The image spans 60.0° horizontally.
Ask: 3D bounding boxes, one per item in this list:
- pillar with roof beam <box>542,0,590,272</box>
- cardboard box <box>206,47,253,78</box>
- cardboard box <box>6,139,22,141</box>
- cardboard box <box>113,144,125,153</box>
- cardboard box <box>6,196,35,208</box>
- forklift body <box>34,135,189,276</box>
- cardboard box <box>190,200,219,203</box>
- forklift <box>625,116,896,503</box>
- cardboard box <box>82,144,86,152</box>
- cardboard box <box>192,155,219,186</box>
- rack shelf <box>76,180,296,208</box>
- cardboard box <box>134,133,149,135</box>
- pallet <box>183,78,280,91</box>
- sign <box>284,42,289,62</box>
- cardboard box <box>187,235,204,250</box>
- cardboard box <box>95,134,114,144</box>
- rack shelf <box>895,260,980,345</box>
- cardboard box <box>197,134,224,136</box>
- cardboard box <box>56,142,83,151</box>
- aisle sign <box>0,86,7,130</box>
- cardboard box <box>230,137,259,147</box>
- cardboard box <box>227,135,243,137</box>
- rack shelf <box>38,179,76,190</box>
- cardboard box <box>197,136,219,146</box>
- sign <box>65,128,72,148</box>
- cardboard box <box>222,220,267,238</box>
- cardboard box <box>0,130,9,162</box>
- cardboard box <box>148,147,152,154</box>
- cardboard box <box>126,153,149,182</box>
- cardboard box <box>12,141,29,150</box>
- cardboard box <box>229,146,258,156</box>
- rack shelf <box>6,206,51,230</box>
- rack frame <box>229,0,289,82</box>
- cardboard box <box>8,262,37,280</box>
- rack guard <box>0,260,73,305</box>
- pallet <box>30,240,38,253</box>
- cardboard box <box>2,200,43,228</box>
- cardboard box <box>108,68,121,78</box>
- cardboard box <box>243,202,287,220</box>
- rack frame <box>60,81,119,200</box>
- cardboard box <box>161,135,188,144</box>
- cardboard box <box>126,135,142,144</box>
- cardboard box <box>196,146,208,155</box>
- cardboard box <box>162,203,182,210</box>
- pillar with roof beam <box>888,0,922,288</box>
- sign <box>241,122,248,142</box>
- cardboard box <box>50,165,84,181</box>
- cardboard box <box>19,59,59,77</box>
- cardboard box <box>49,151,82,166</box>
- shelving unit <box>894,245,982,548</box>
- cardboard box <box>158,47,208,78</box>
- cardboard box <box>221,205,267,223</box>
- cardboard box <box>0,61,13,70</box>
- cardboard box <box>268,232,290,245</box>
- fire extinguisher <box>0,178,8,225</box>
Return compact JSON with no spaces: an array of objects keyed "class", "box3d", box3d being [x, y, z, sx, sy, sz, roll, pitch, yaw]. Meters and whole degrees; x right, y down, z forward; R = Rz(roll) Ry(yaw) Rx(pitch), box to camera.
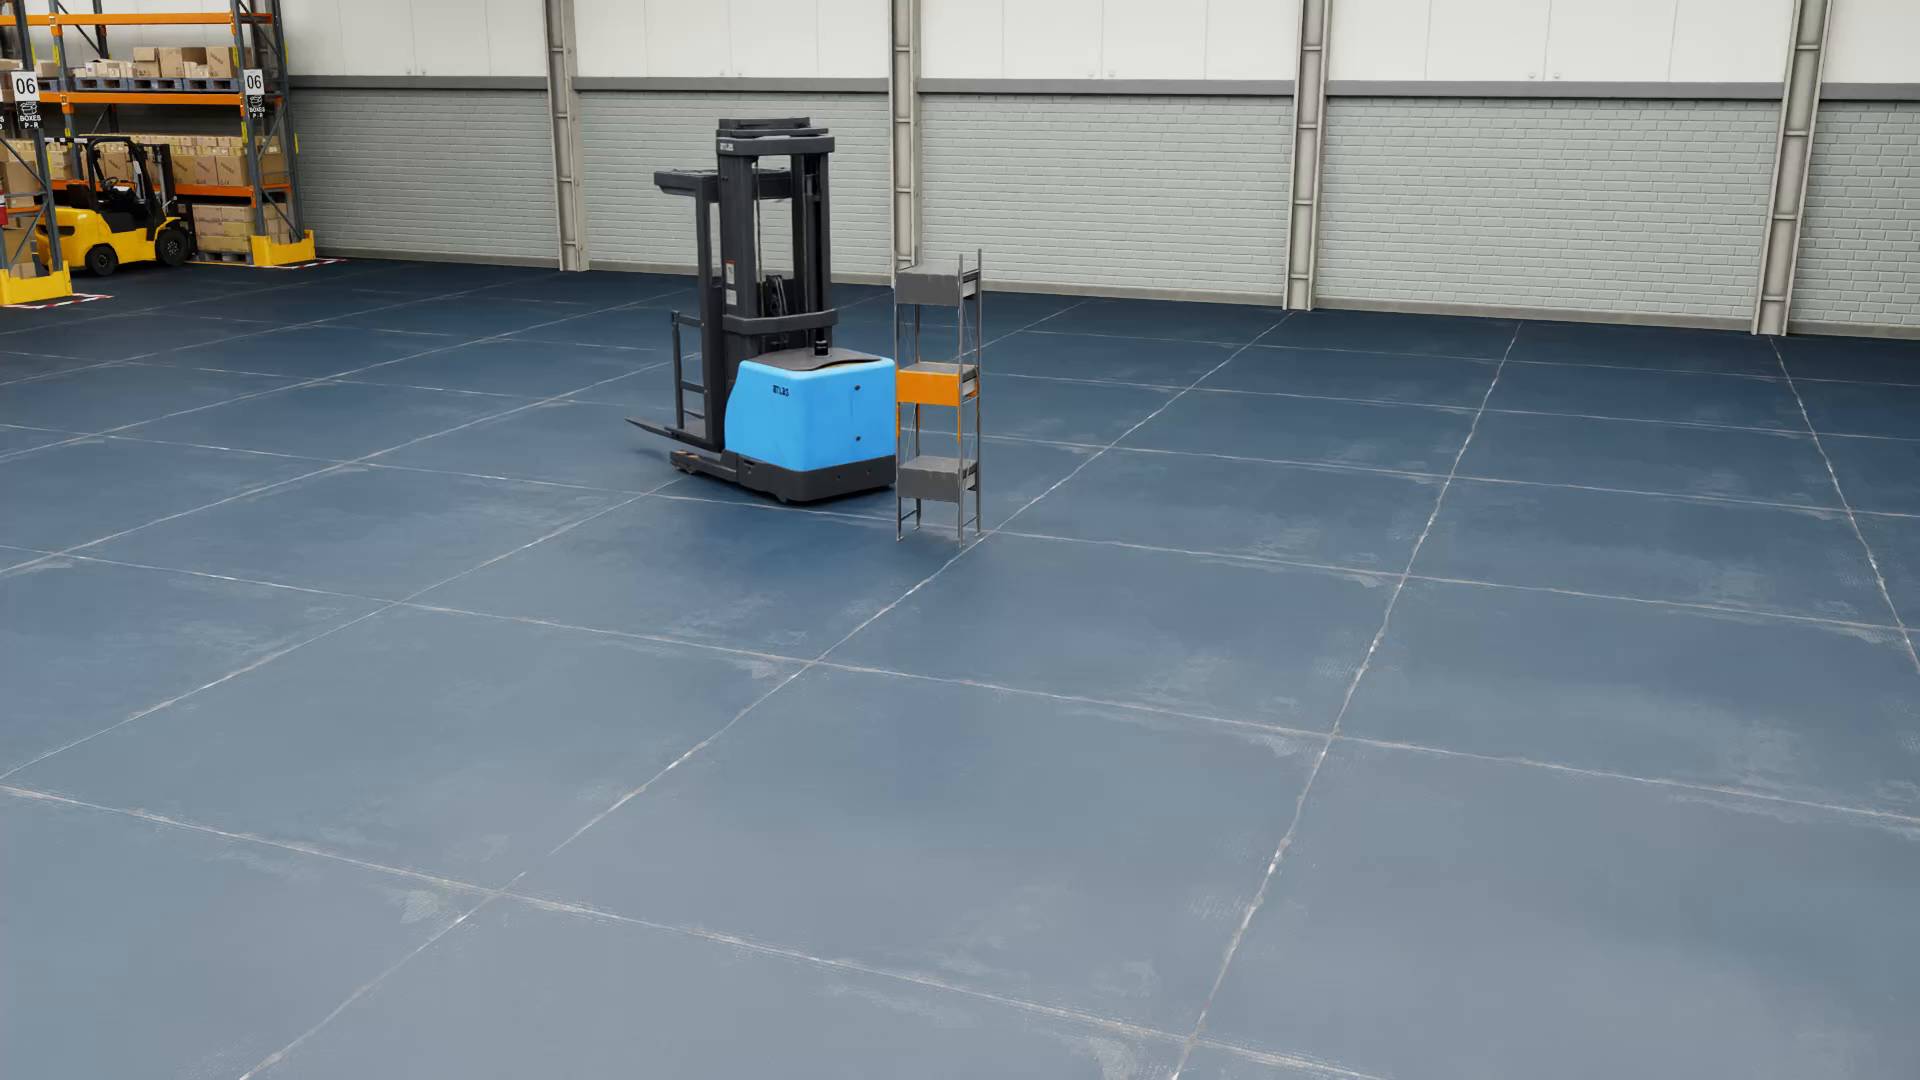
[{"class":"pillar with roof beam","box3d":[-7.976,-7.693,22.532,0.400,9.000,9.100,6,17,21]},{"class":"cardboard box","box3d":[-12.162,-7.957,27.712,0.500,0.500,0.500,7,18,22]},{"class":"cardboard box","box3d":[-17.291,-7.282,30.535,0.250,0.149,0.380,7,18,22]},{"class":"cardboard box","box3d":[-14.486,-6.815,28.926,0.250,0.149,0.380,7,17,22]},{"class":"cardboard box","box3d":[-13.719,-4.917,24.182,0.250,0.149,0.380,6,17,21]},{"class":"forklift body","box3d":[-14.095,-5.550,27.435,1.214,2.155,2.313,6,17,21]},{"class":"cardboard box","box3d":[-13.440,-5.855,29.347,0.500,0.250,0.500,6,17,20]},{"class":"forklift","box3d":[-1.827,-2.043,13.955,1.130,2.935,3.031,-13,21,-38]},{"class":"cardboard box","box3d":[-15.182,-6.905,29.236,0.250,0.149,0.380,6,17,20]},{"class":"cardboard box","box3d":[-12.695,-6.323,28.394,0.500,0.500,0.500,7,18,22]},{"class":"rack shelf","box3d":[-13.522,-6.096,29.083,4.000,0.370,1.077,6,17,21]},{"class":"cardboard box","box3d":[-14.505,-7.134,29.492,0.250,0.149,0.380,6,17,20]},{"class":"pallet","box3d":[-12.309,-7.714,28.144,1.213,0.211,1.003,6,17,21]},{"class":"sign","box3d":[-11.452,-8.279,28.220,0.005,0.325,0.100,6,17,21]},{"class":"cardboard box","box3d":[-13.135,-5.191,28.854,0.500,0.250,0.500,6,17,21]},{"class":"cardboard box","box3d":[-14.911,-7.040,29.168,0.250,0.149,0.380,7,17,21]},{"class":"rack shelf","box3d":[-0.154,-1.684,11.748,0.480,0.518,0.431,6,17,21]},{"class":"cardboard box","box3d":[-13.064,-6.990,28.996,0.250,0.149,0.380,6,17,19]},{"class":"cardboard box","box3d":[-15.781,-6.983,29.505,0.250,0.149,0.380,7,18,23]},{"class":"aisle sign","box3d":[-13.528,-6.116,23.199,0.004,0.787,0.394,6,17,21]},{"class":"cardboard box","box3d":[-12.072,-6.722,28.070,0.250,0.149,0.380,6,17,21]},{"class":"cardboard box","box3d":[-12.377,-6.888,28.644,0.250,0.149,0.380,7,17,22]},{"class":"rack shelf","box3d":[-17.243,-6.505,30.492,4.000,0.370,1.077,6,17,21]},{"class":"cardboard box","box3d":[-12.770,-6.803,28.351,0.250,0.149,0.380,6,17,21]},{"class":"sign","box3d":[-15.572,-7.023,29.049,0.005,0.325,0.100,6,17,21]},{"class":"cardboard box","box3d":[-12.229,-5.327,28.425,0.500,0.250,0.500,6,17,20]},{"class":"cardboard box","box3d":[-14.034,-5.616,23.632,0.500,0.500,0.700,6,17,19]},{"class":"cardboard box","box3d":[-13.751,-6.742,28.673,0.250,0.149,0.380,6,17,19]},{"class":"cardboard box","box3d":[-14.103,-6.481,28.938,0.500,0.500,0.500,6,17,20]},{"class":"cardboard box","box3d":[-16.750,-7.079,29.836,0.250,0.149,0.380,6,17,19]},{"class":"cardboard box","box3d":[-12.086,-6.559,28.045,0.250,0.149,0.380,7,17,21]},{"class":"rack shelf","box3d":[-15.339,-4.809,24.647,4.000,0.370,1.077,6,17,21]},{"class":"rack frame","box3d":[-11.661,-9.118,27.441,0.127,3.000,1.000,6,17,21]},{"class":"cardboard box","box3d":[-14.128,-3.985,24.698,0.500,0.250,0.500,6,17,20]},{"class":"rack guard","box3d":[-13.550,-3.757,24.217,0.348,0.500,1.175,6,17,21]},{"class":"pallet","box3d":[-16.082,-5.372,30.301,1.213,0.211,1.003,6,17,21]},{"class":"cardboard box","box3d":[-17.291,-5.916,30.677,0.625,0.625,0.875,6,17,18]},{"class":"cardboard box","box3d":[-14.361,-8.013,28.531,0.250,0.149,0.380,7,18,22]},{"class":"cardboard box","box3d":[-12.039,-5.697,28.802,0.500,0.250,0.500,6,17,20]},{"class":"rack frame","box3d":[-15.382,-6.646,29.687,0.127,3.000,1.000,6,17,21]},{"class":"cardboard box","box3d":[-13.501,-6.877,28.605,0.250,0.149,0.380,7,17,21]},{"class":"cardboard box","box3d":[-14.224,-6.940,28.821,0.250,0.149,0.380,6,17,20]},{"class":"cardboard box","box3d":[-12.780,-6.649,28.352,0.250,0.149,0.380,6,17,20]},{"class":"cardboard box","box3d":[-13.623,-5.718,28.876,0.500,0.250,0.500,6,17,20]},{"class":"pillar with roof beam","box3d":[-2.395,-7.079,20.418,0.400,9.000,9.100,6,17,21]},{"class":"sign","box3d":[-11.873,-6.768,27.604,0.005,0.325,0.100,6,17,21]},{"class":"cardboard box","box3d":[-15.947,-6.558,29.652,0.500,0.250,0.500,7,17,22]},{"class":"cardboard box","box3d":[-16.145,-8.305,29.246,0.500,0.311,0.500,6,17,19]},{"class":"cardboard box","box3d":[-15.933,-6.798,29.583,0.500,0.250,0.500,6,17,19]},{"class":"shelving unit","box3d":[-0.154,-1.025,11.939,0.503,2.100,0.431,6,17,21]},{"class":"cardboard box","box3d":[-13.078,-8.088,28.162,0.500,0.500,0.700,6,17,21]},{"class":"cardboard box","box3d":[-12.204,-5.565,28.347,0.500,0.250,0.500,7,18,22]},{"class":"cardboard box","box3d":[-13.735,-6.741,23.655,0.250,0.149,0.380,6,17,20]},{"class":"cardboard box","box3d":[-12.046,-5.219,28.950,0.500,0.250,0.500,6,17,21]},{"class":"fire extinguisher","box3d":[-13.542,-4.781,23.401,0.183,0.674,0.296,6,17,21]}]
